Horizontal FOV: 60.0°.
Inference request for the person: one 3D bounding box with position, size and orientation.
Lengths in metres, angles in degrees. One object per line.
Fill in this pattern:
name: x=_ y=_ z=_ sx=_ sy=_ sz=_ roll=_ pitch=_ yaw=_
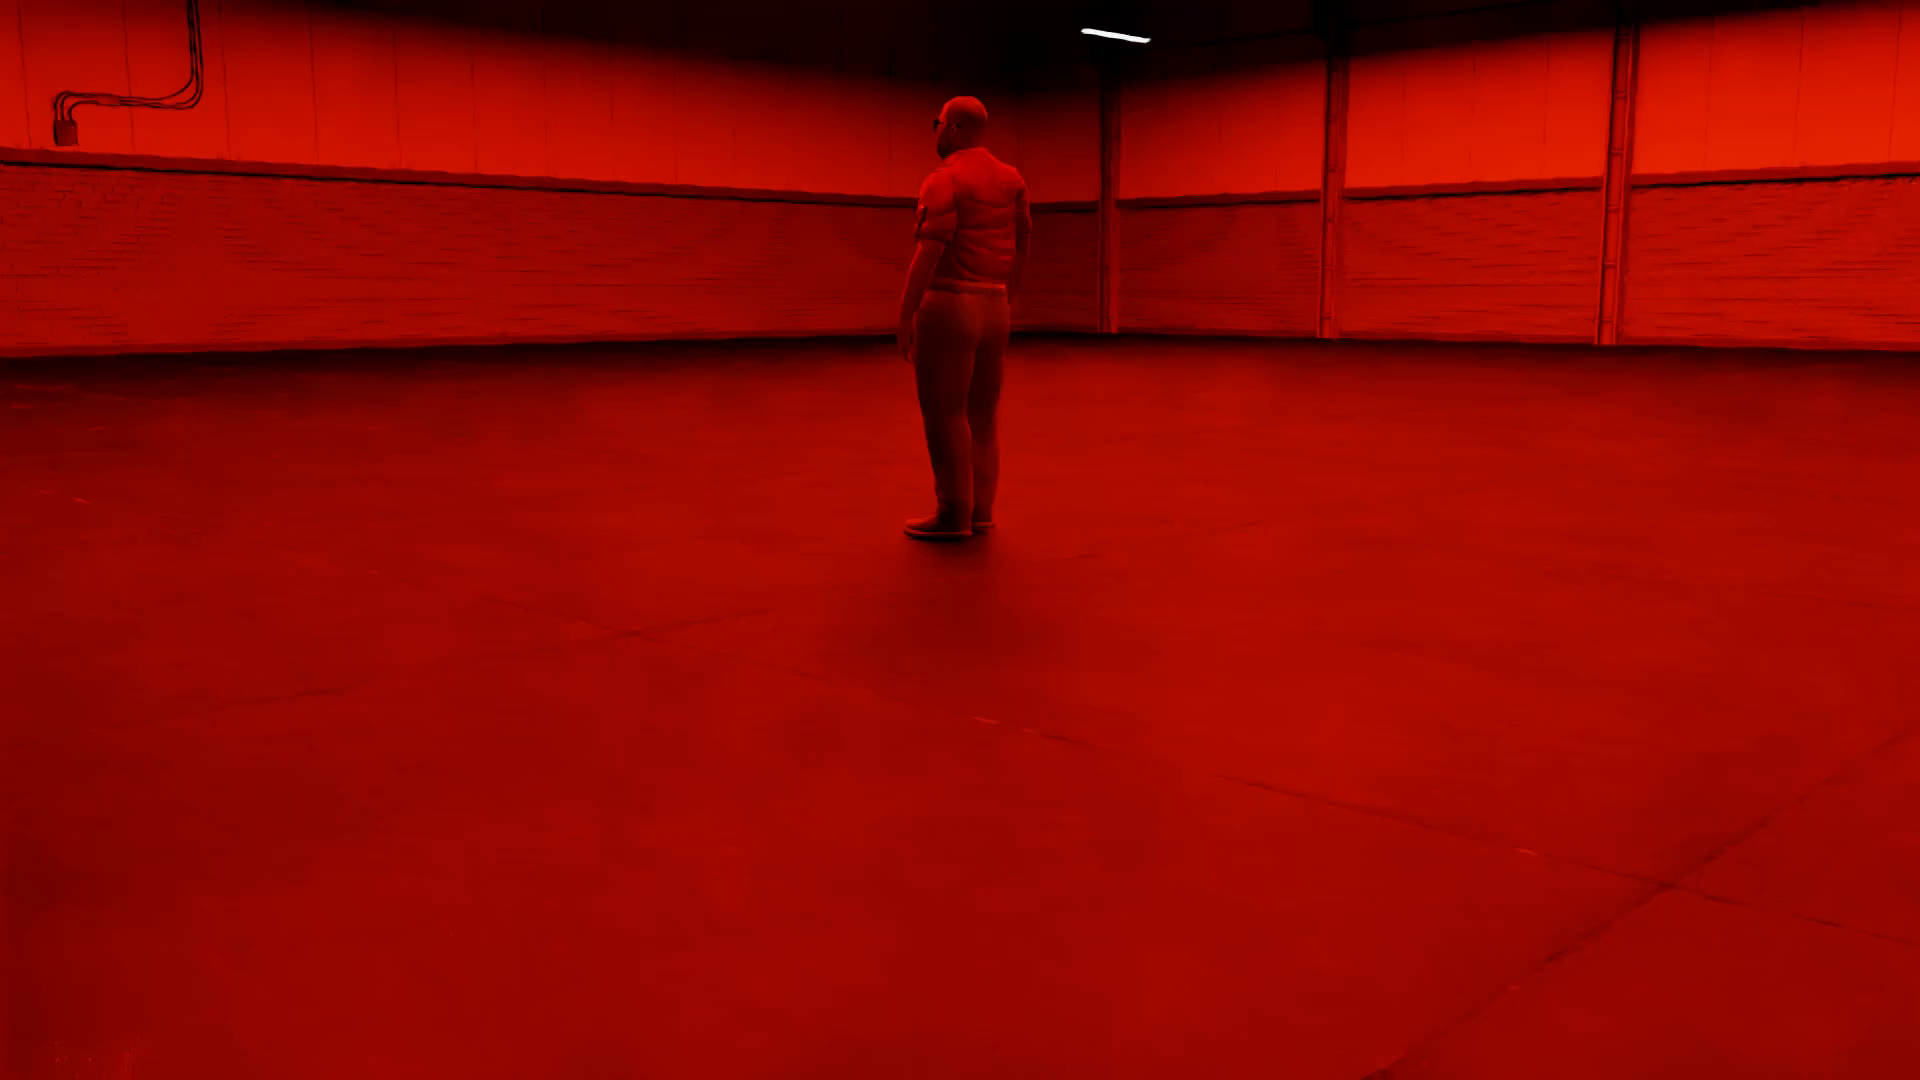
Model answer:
person: x=-0.056 y=-0.873 z=6.658 sx=0.550 sy=1.726 sz=0.640 roll=8 pitch=12 yaw=43
